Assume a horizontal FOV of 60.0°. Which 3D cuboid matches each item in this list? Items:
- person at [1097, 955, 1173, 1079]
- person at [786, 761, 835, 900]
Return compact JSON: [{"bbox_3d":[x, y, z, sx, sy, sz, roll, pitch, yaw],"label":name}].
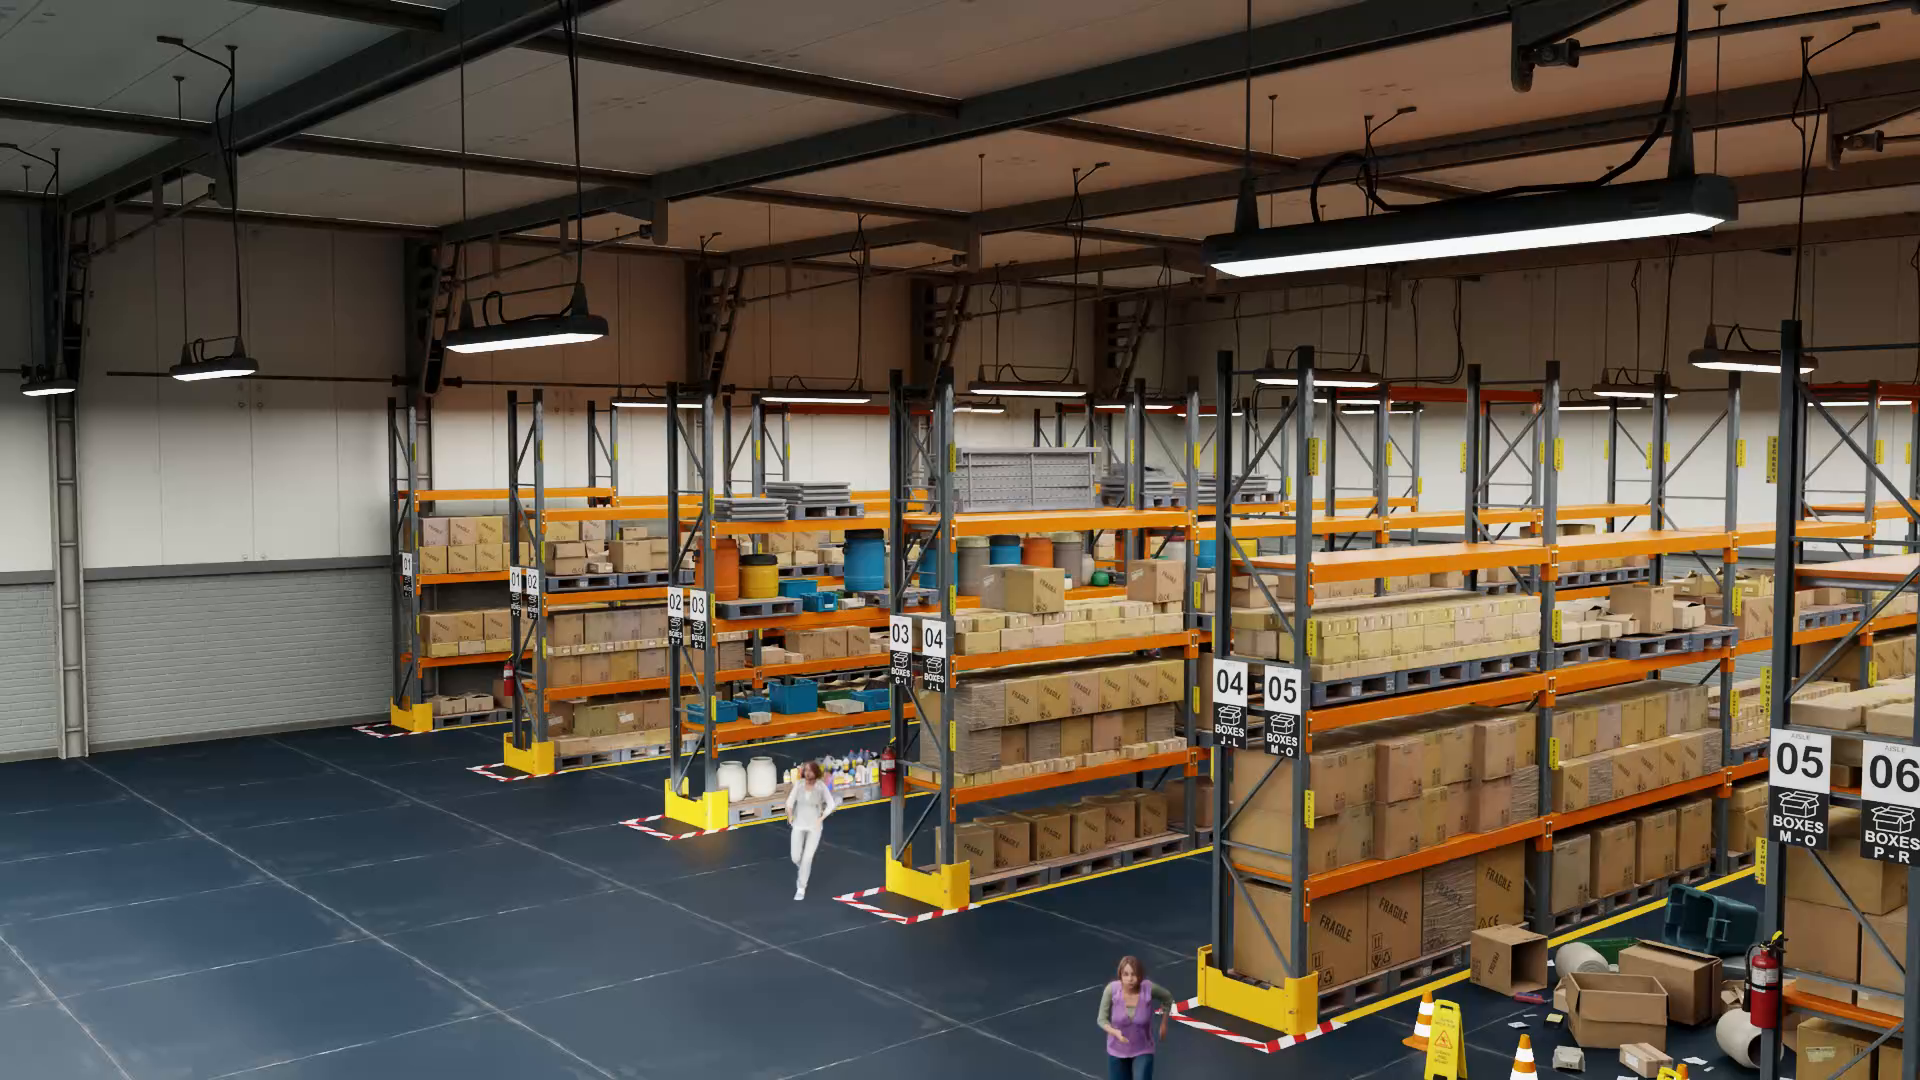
[{"bbox_3d":[1.243,3.714,11.910,0.517,1.516,0.640,1,3,12],"label":"person"},{"bbox_3d":[-1.708,3.285,19.021,0.559,1.559,0.608,0,3,8],"label":"person"}]
